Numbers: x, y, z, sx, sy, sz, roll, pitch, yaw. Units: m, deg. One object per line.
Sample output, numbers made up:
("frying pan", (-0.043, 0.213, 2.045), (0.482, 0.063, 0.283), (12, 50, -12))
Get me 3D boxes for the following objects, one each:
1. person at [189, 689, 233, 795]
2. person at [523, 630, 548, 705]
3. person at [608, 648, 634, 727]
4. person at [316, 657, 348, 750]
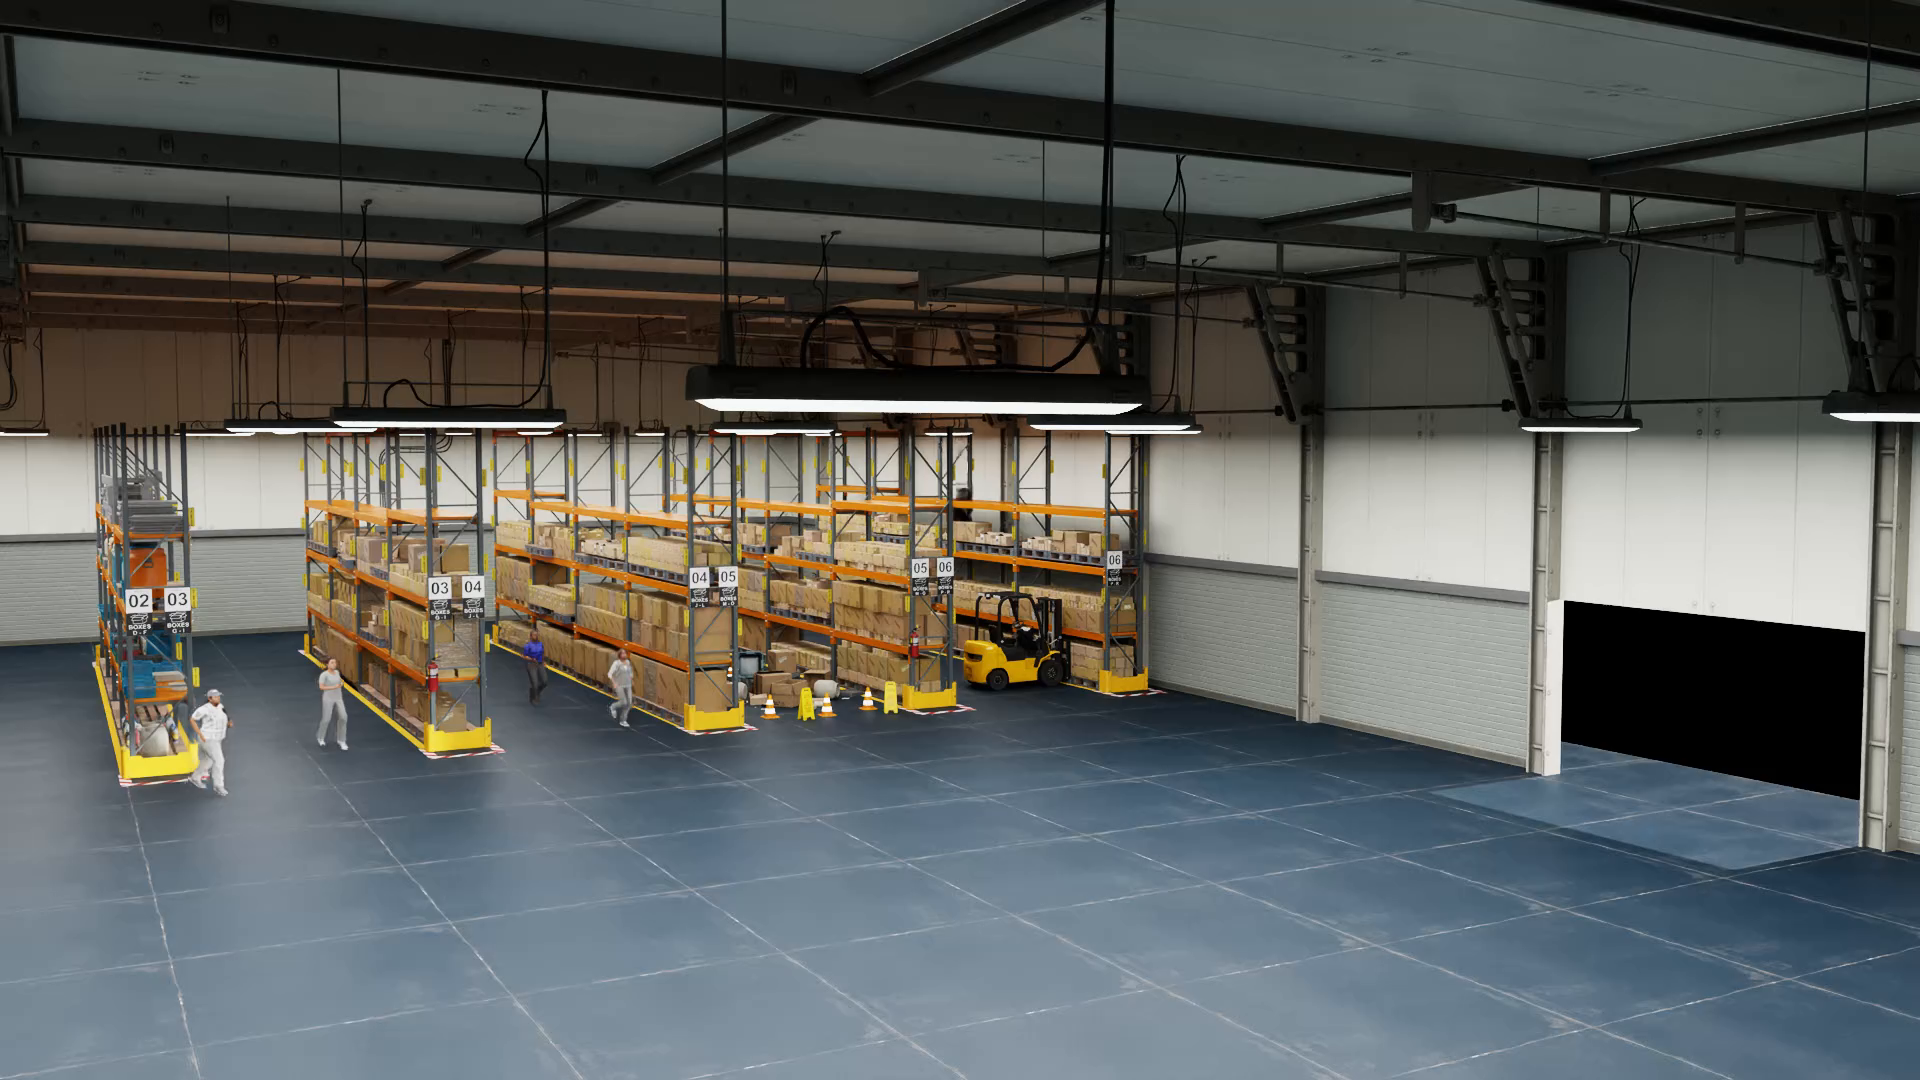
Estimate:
("person", (-12.161, 3.261, 26.953), (0.783, 1.716, 0.599), (1, 3, 8))
("person", (-9.073, 2.748, 35.697), (0.565, 1.611, 0.554), (-3, 5, -42))
("person", (-6.760, 2.941, 33.251), (0.542, 1.558, 0.542), (-3, 5, -42))
("person", (-11.652, 3.016, 30.802), (0.751, 1.731, 0.580), (3, 4, 36))
